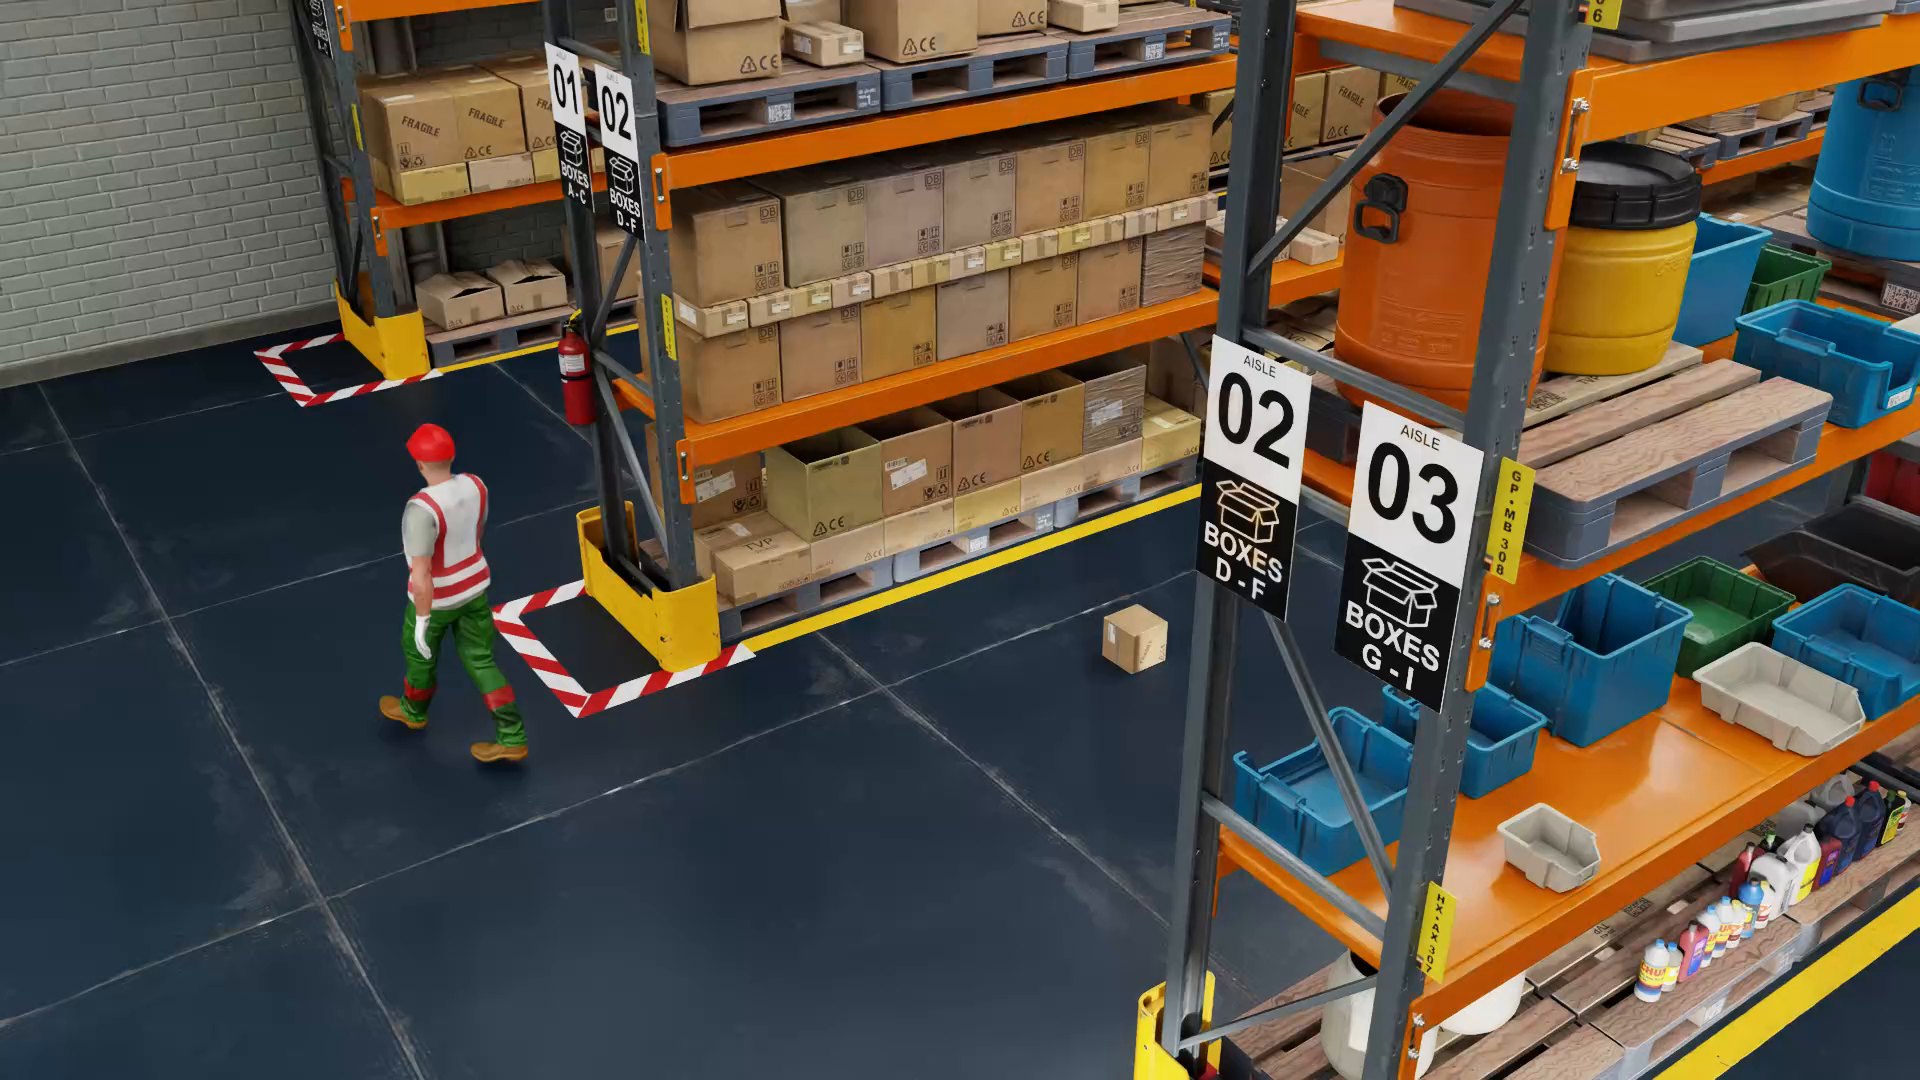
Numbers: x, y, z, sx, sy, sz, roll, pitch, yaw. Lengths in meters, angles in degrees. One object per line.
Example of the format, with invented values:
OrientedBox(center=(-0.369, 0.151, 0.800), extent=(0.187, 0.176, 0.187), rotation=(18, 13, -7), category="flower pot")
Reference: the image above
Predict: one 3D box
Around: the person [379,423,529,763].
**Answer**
OrientedBox(center=(-2.581, 0.241, 8.148), extent=(0.980, 1.736, 0.636), rotation=(18, 33, 29), category="person")
